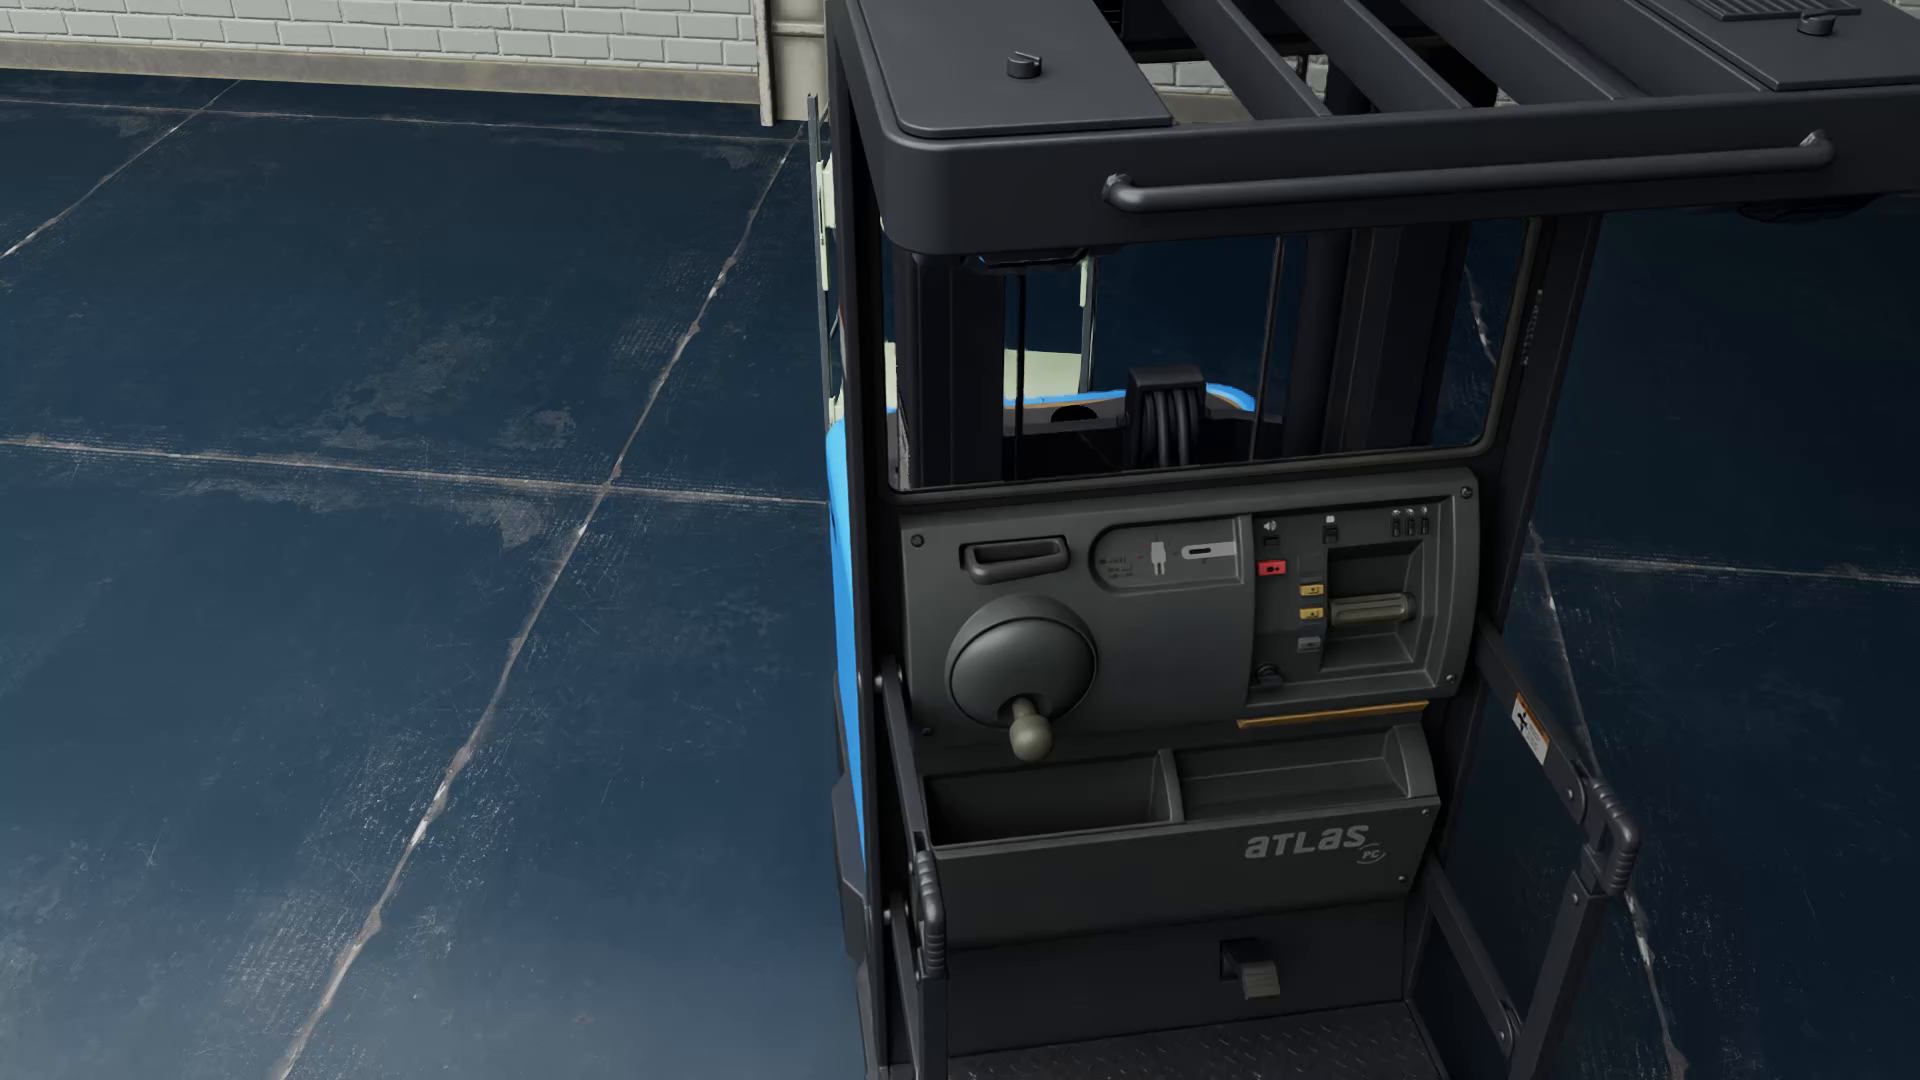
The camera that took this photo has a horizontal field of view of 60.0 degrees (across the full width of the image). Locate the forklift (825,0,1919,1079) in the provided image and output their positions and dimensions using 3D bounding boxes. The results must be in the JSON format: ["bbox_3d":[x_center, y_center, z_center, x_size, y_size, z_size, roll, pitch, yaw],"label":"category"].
[{"bbox_3d":[0.408,0.184,2.469,1.130,2.935,3.031,-5,36,-7],"label":"forklift"}]

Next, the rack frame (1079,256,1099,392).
[{"bbox_3d":[0.370,-0.583,4.776,0.023,1.500,0.400,4,36,6],"label":"rack frame"}]

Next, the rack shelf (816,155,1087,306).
[{"bbox_3d":[0.007,-0.928,4.587,0.720,0.370,0.431,4,36,6],"label":"rack shelf"}]

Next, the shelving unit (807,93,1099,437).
[{"bbox_3d":[0.007,-0.610,4.814,0.755,1.500,0.431,4,36,6],"label":"shelving unit"}]

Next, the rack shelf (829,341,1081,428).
[{"bbox_3d":[0.007,-0.345,5.003,0.720,0.370,0.431,4,36,6],"label":"rack shelf"}]

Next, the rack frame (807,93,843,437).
[{"bbox_3d":[-0.356,-0.637,4.852,0.023,1.500,0.400,4,36,6],"label":"rack frame"}]

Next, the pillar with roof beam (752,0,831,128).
[{"bbox_3d":[-1.297,-3.268,2.082,0.400,9.000,9.100,4,36,6],"label":"pillar with roof beam"}]
